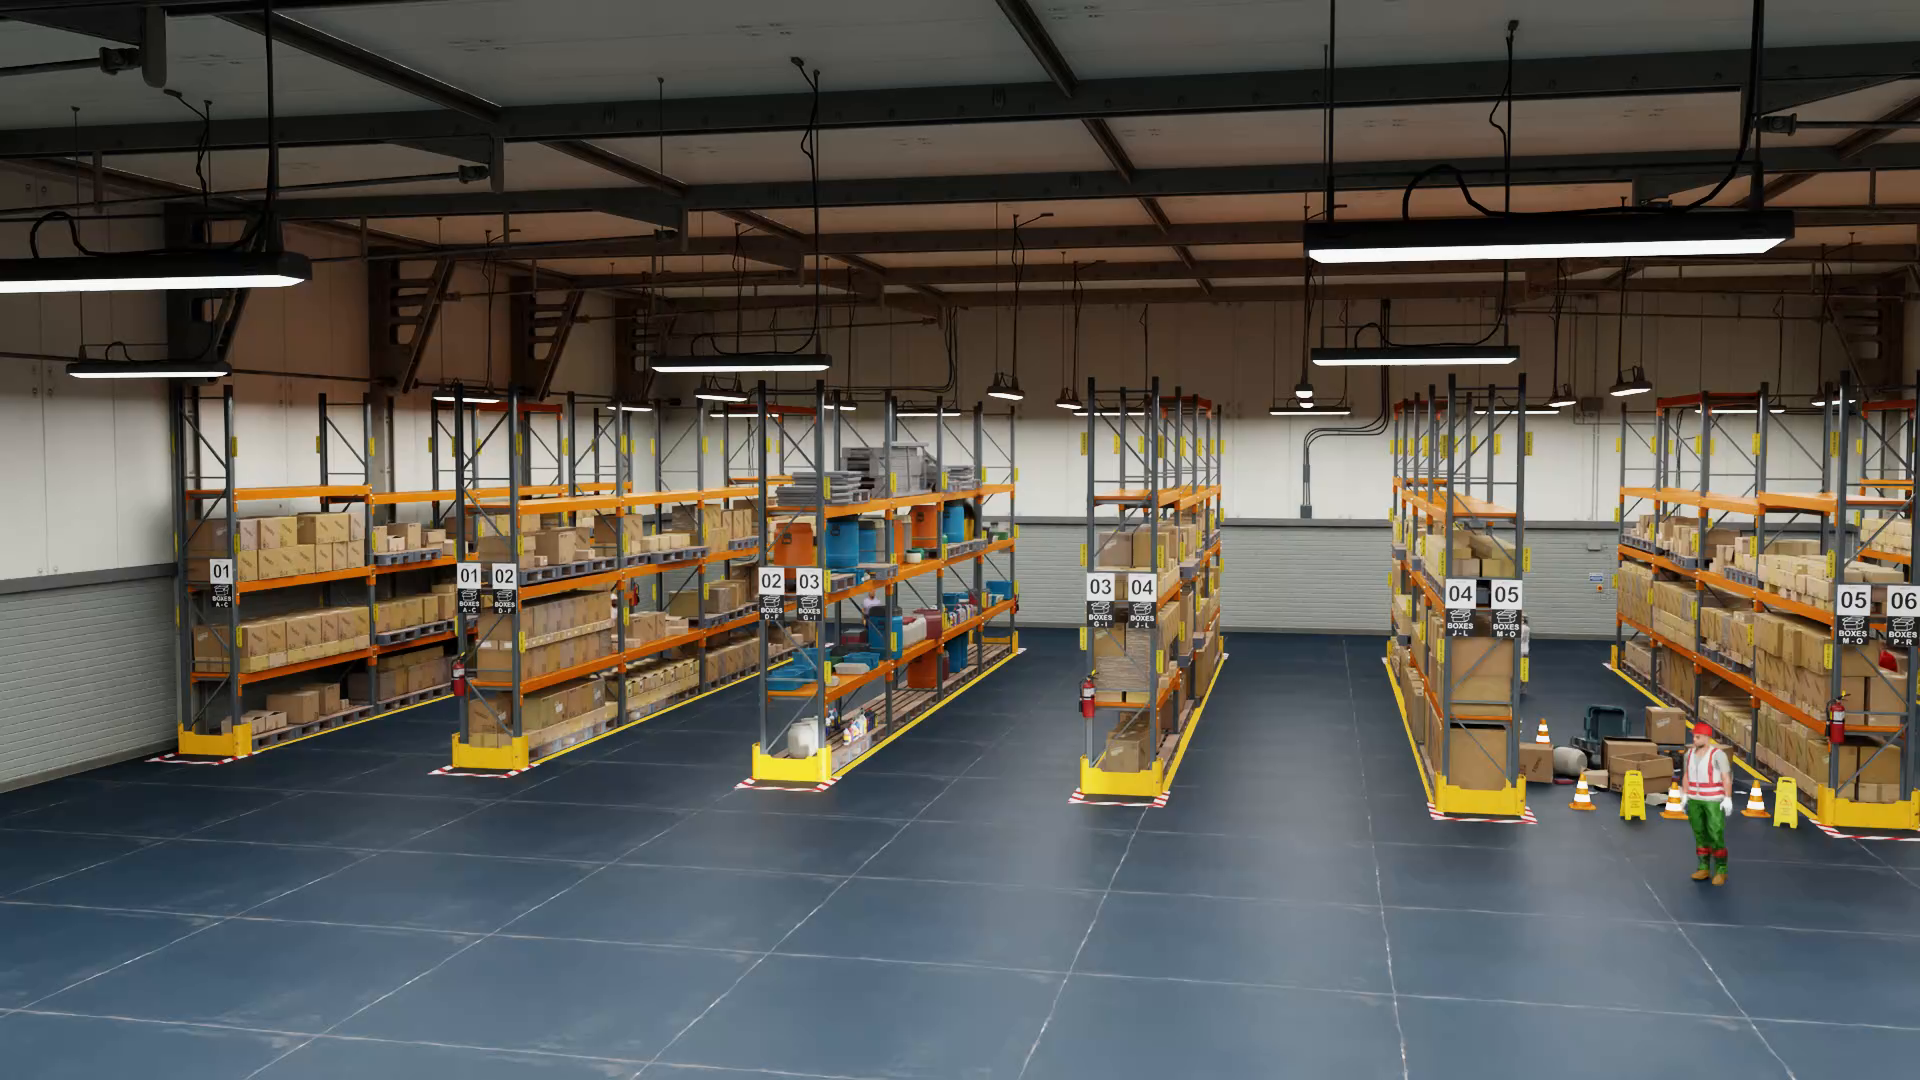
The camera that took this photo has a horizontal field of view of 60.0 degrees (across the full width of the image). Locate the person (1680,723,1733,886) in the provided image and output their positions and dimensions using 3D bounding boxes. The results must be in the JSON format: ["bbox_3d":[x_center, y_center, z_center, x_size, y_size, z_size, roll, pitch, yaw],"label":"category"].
[{"bbox_3d":[8.609,3.040,19.243,0.378,1.833,0.601,-2,4,-33],"label":"person"}]

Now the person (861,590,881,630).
[{"bbox_3d":[-2.064,1.912,38.751,0.467,1.598,0.920,0,3,7],"label":"person"}]

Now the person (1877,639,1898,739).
[{"bbox_3d":[15.654,2.557,28.356,0.612,1.766,0.679,0,3,6],"label":"person"}]

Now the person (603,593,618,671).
[{"bbox_3d":[-7.686,2.054,36.692,0.542,1.760,0.557,-2,4,-37],"label":"person"}]

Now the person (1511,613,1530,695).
[{"bbox_3d":[11.241,2.289,33.514,0.513,1.694,0.414,-2,4,-29],"label":"person"}]
